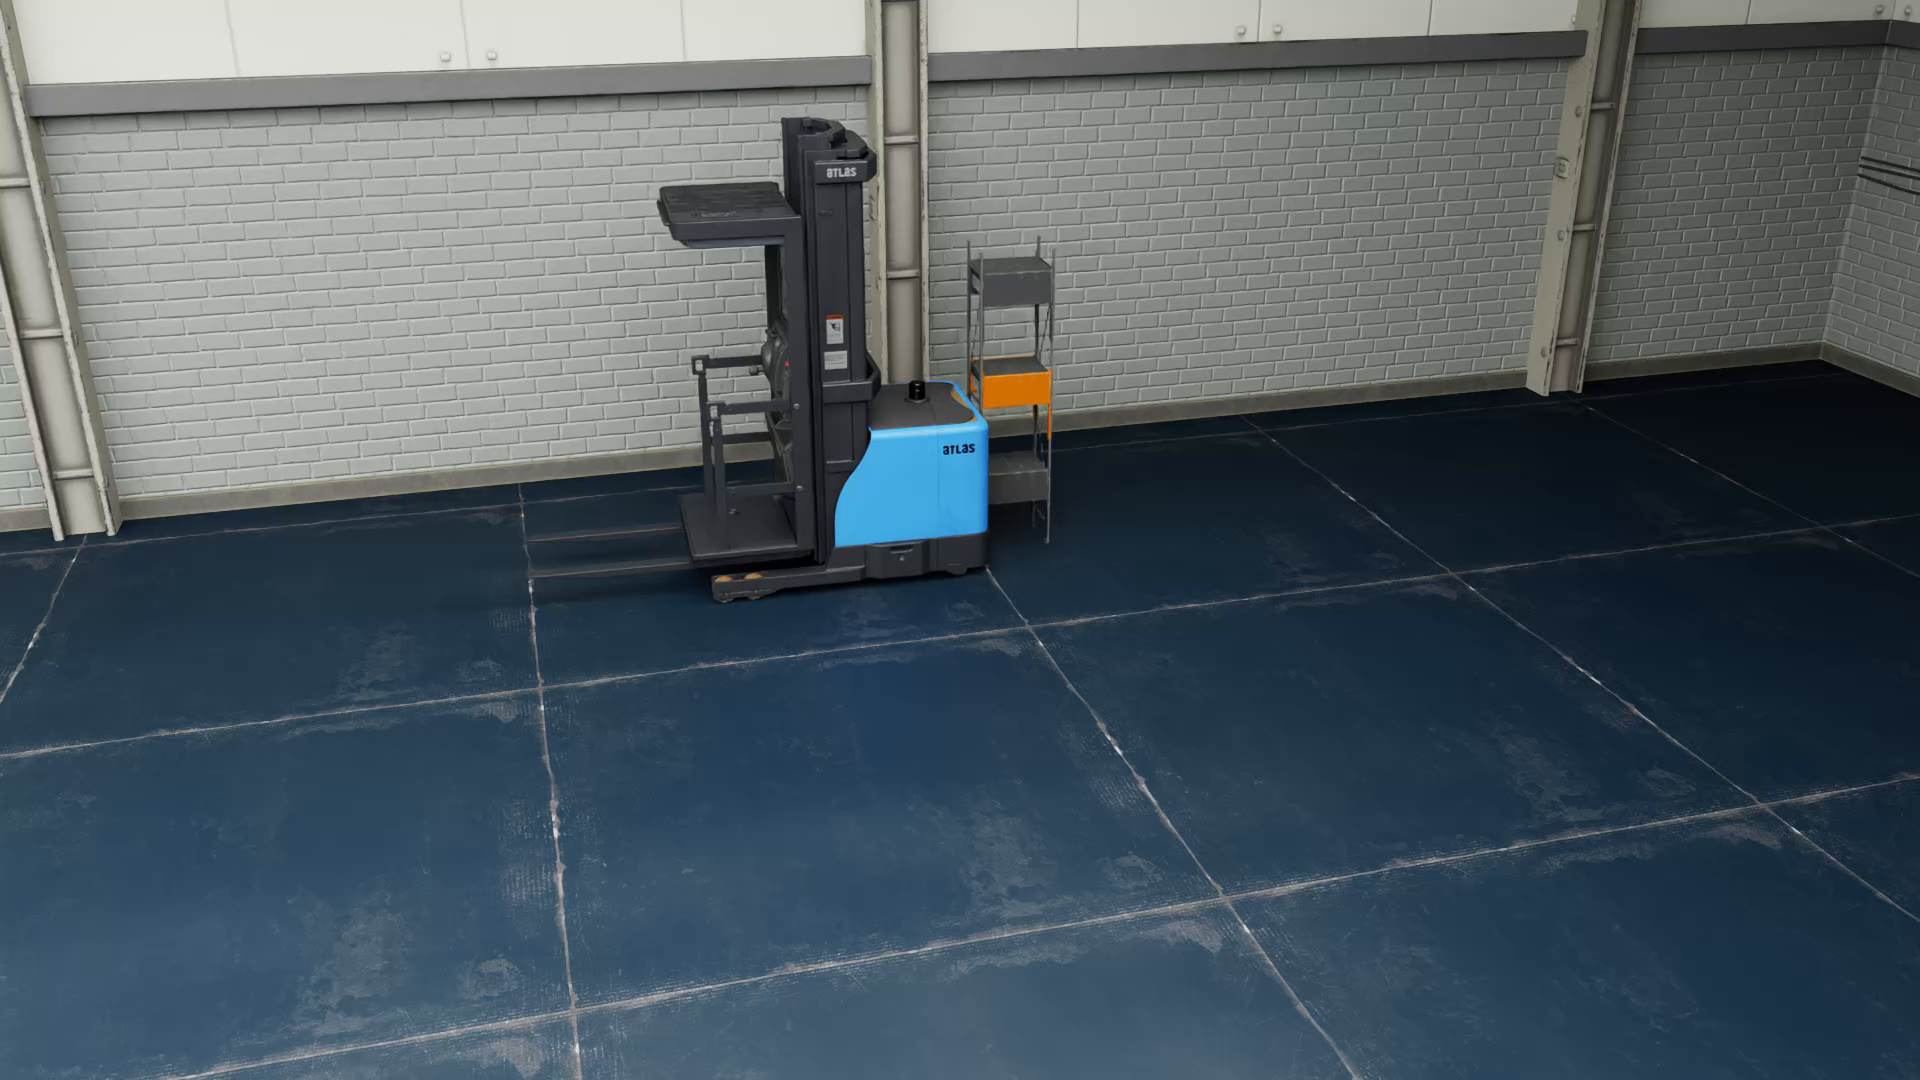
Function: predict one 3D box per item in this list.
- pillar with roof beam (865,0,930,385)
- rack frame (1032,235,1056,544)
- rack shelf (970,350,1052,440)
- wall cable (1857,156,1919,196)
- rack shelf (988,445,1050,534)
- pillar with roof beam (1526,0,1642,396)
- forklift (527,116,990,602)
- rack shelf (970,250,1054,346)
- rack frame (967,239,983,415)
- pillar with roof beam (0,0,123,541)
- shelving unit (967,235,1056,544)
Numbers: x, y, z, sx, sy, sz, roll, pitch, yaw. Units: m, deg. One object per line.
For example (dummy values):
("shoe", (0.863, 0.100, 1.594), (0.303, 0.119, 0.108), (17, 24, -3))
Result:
("pillar with roof beam", (0.698, -3.215, 7.830), (0.400, 9.000, 9.100), (-6, 24, -14))
("rack frame", (0.573, -1.013, 11.449), (0.015, 2.100, 0.400), (-5, 24, -12))
("rack shelf", (0.336, -0.979, 11.402), (0.480, 0.518, 0.431), (-5, 24, -12))
("wall cable", (8.506, -3.873, 13.302), (0.112, 2.526, 3.097), (-6, 24, -14))
("rack shelf", (0.336, -0.335, 11.678), (0.480, 0.518, 0.431), (-5, 24, -12))
("pillar with roof beam", (6.475, -3.854, 9.319), (0.400, 9.000, 9.100), (-6, 24, -14))
("forklift", (-1.372, -1.171, 10.763), (3.031, 2.935, 1.130), (-5, 24, -12))
("rack shelf", (0.336, -1.622, 11.126), (0.480, 0.518, 0.431), (-5, 24, -12))
("rack frame", (0.099, -0.969, 11.345), (0.015, 2.100, 0.400), (-5, 24, -12))
("pillar with roof beam", (-5.079, -2.576, 6.340), (0.400, 9.000, 9.100), (-6, 24, -14))
("shelving unit", (0.336, -0.991, 11.397), (0.503, 2.100, 0.431), (-5, 24, -12))
